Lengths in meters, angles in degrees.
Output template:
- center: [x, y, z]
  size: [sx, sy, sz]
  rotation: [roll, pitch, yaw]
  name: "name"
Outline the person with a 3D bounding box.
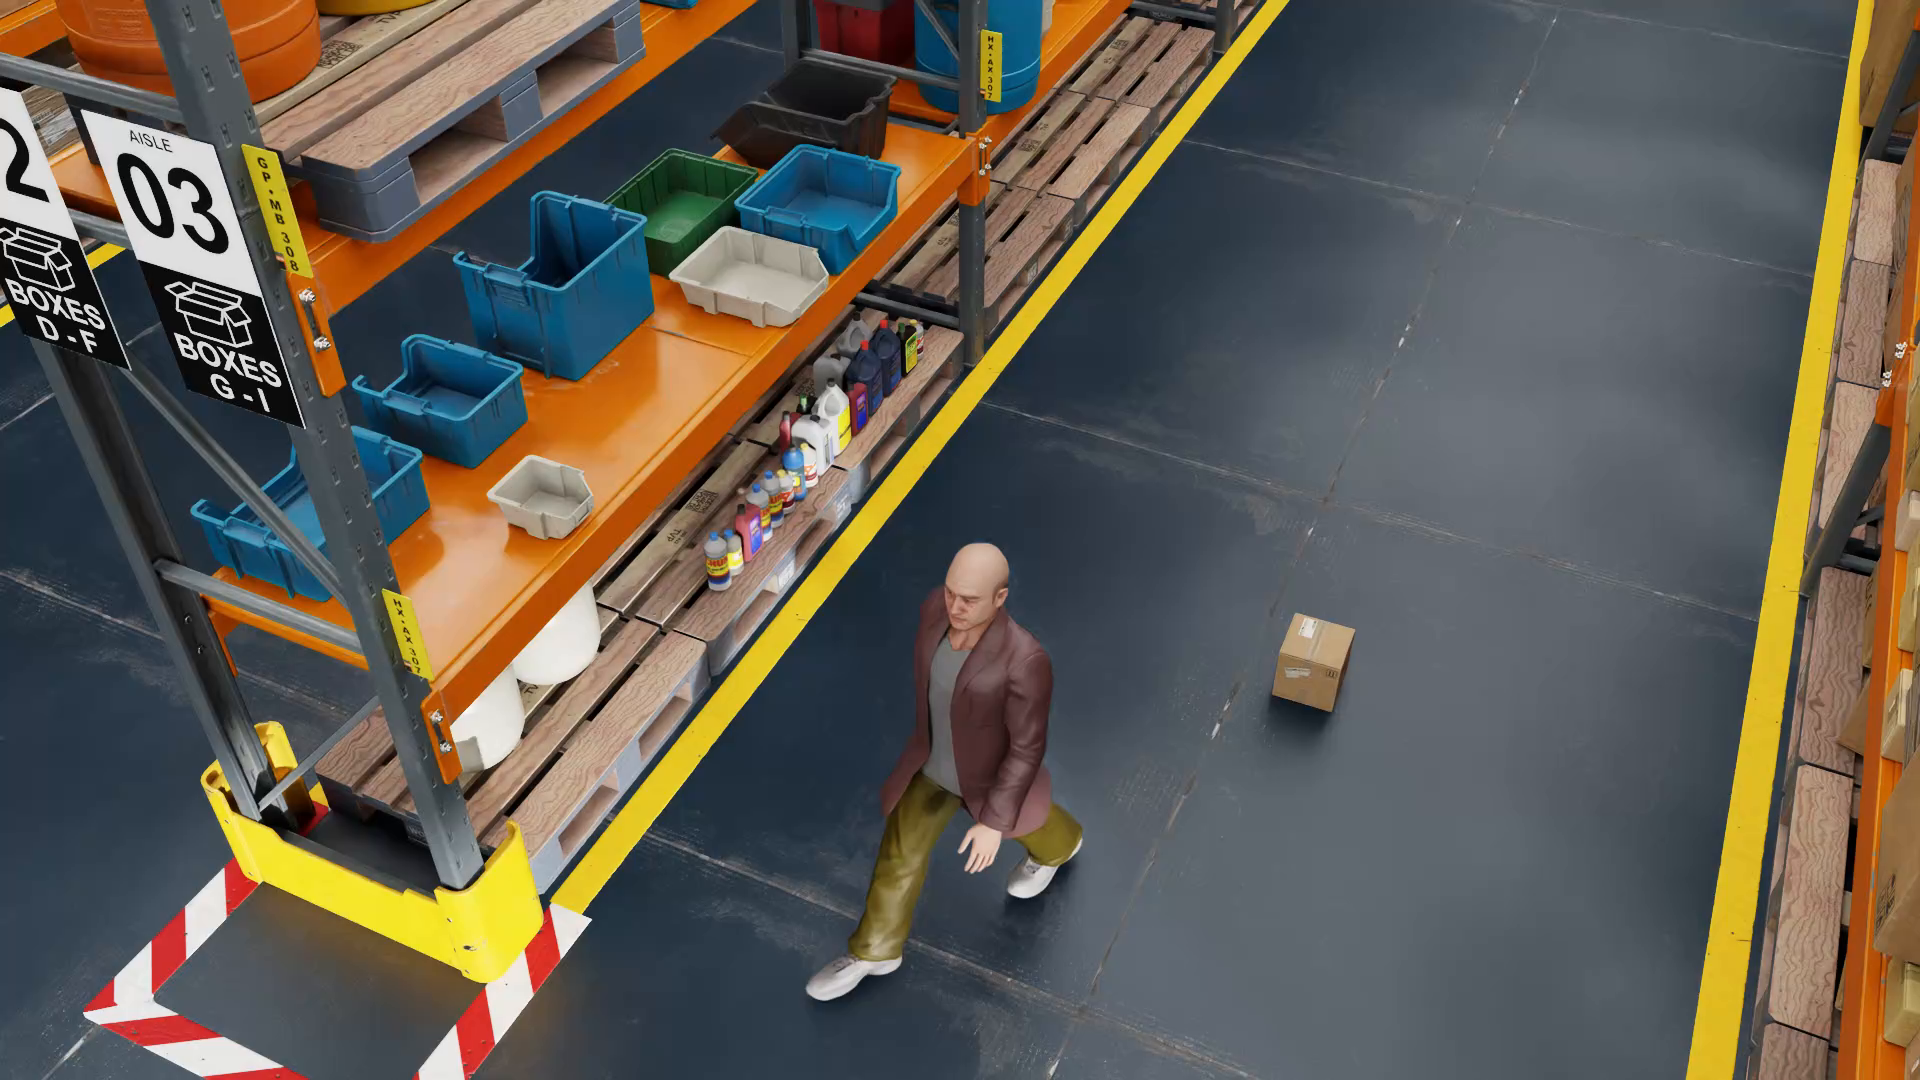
- center: [-0.004, 0.732, 5.330]
  size: [0.613, 1.712, 1.148]
  rotation: [29, 49, 28]
  name: "person"
